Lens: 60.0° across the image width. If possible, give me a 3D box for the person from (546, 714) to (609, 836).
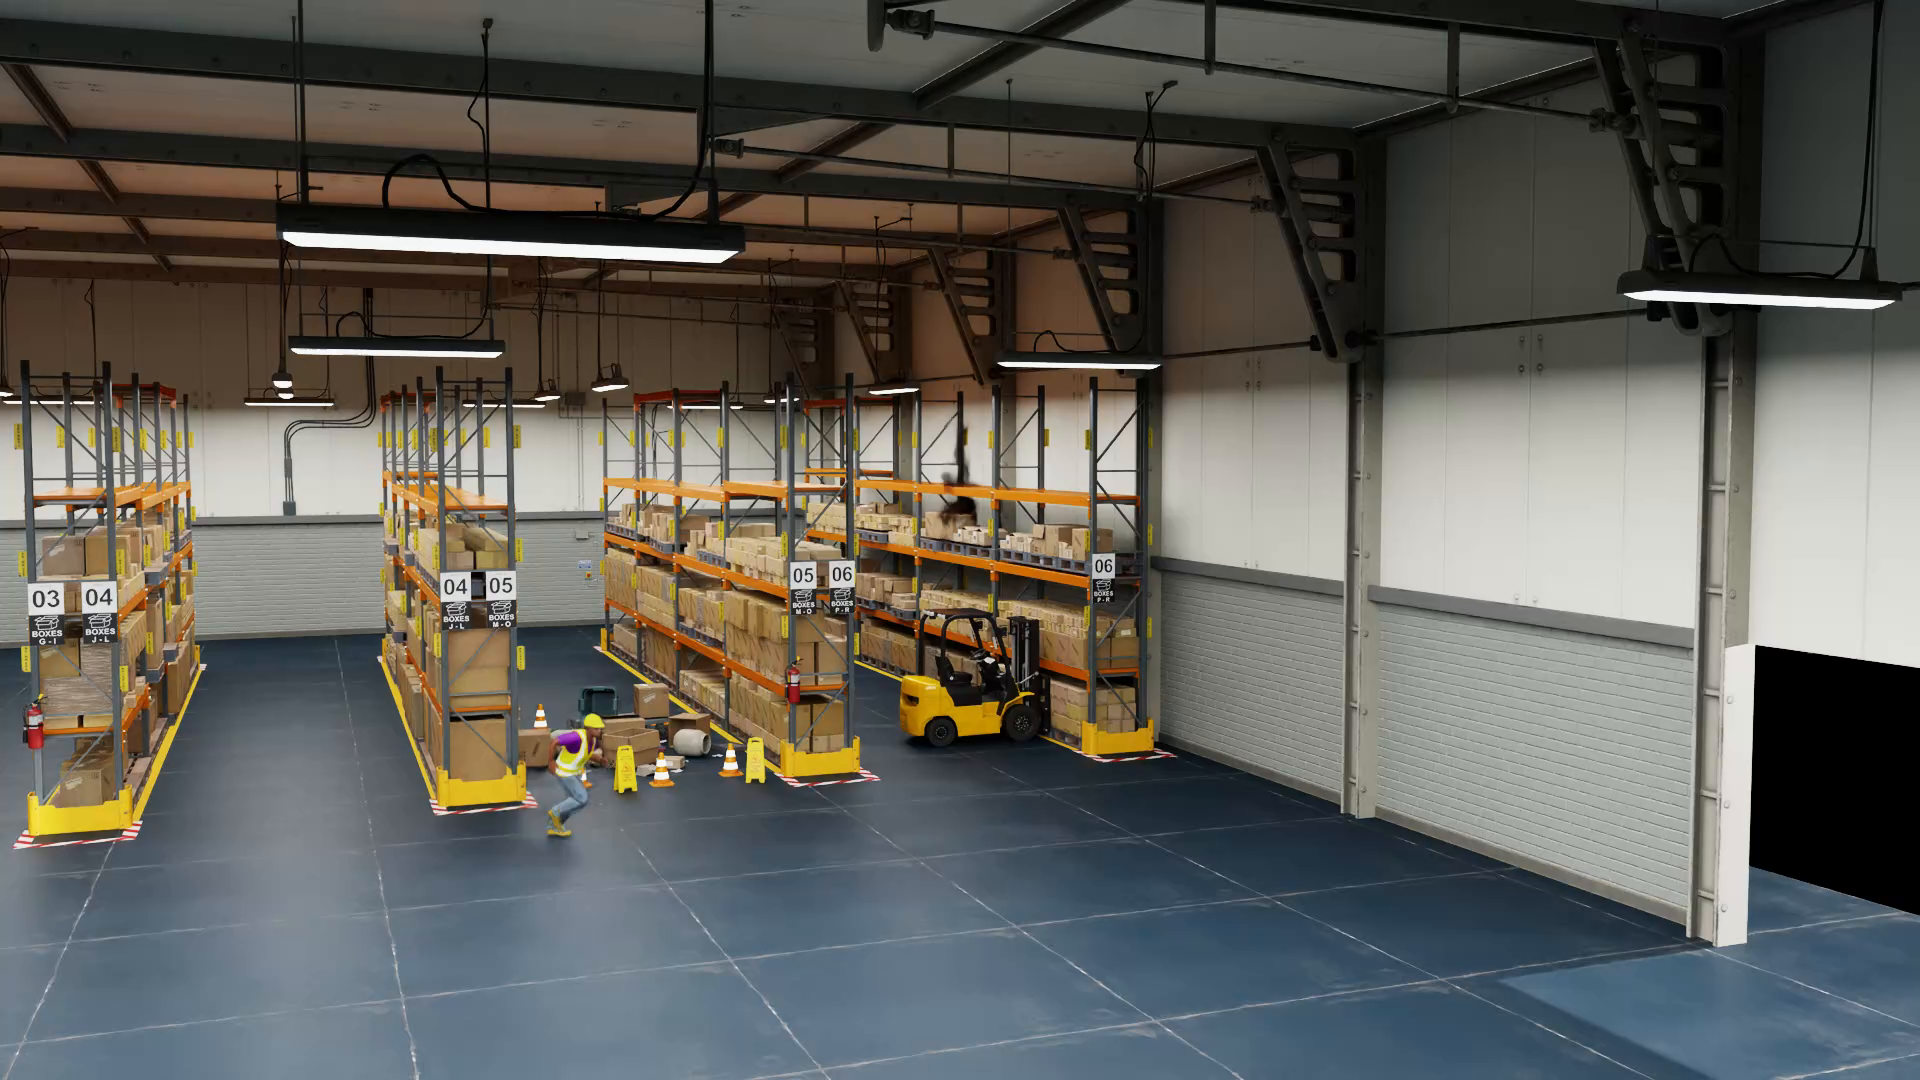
[{"bbox_3d":[-4.833,2.959,20.835,0.841,1.579,0.736,1,4,17],"label":"person"}]
